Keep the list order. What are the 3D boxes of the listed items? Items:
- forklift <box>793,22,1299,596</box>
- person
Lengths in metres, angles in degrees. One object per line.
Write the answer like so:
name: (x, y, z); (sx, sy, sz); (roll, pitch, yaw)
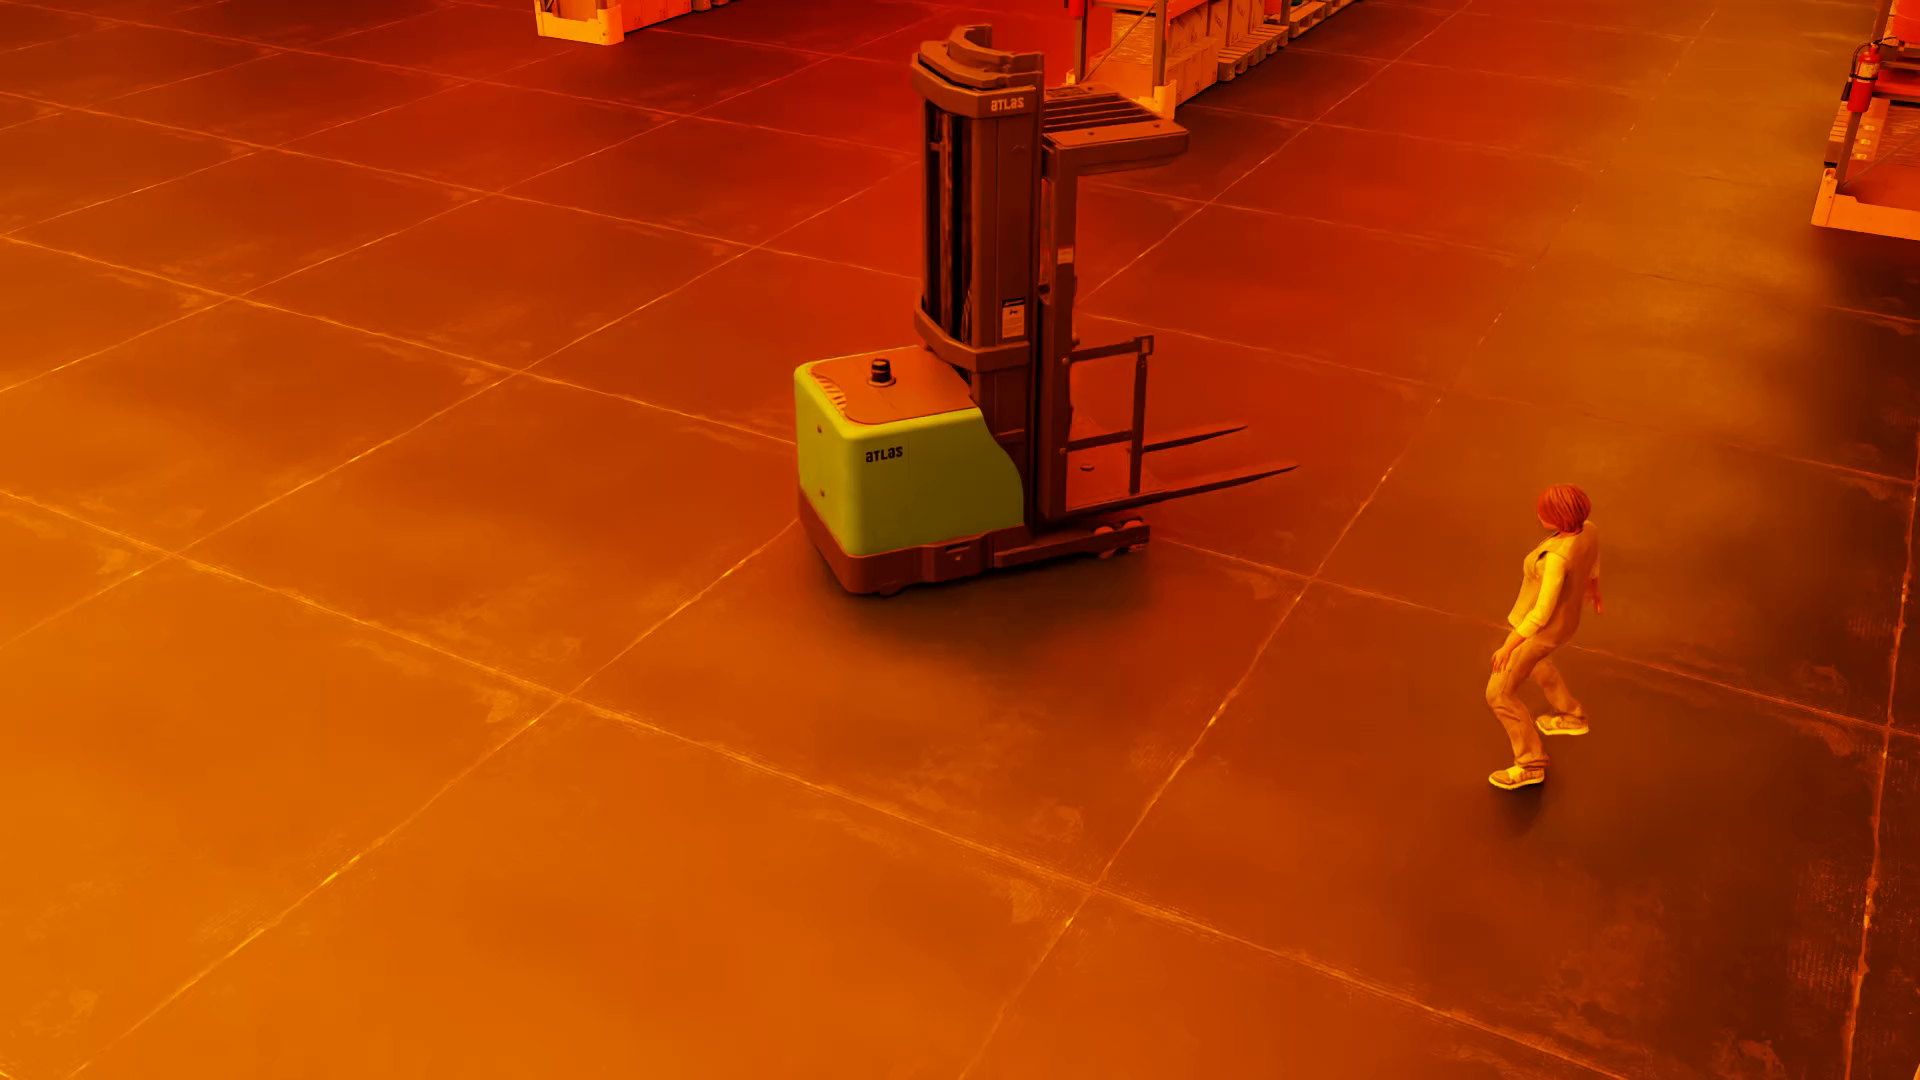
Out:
forklift: (0.591, -1.414, 9.521); (3.031, 2.935, 1.130); (-11, 32, -19)
person: (2.784, 0.388, 7.828); (0.452, 1.517, 0.754); (26, 39, 37)
